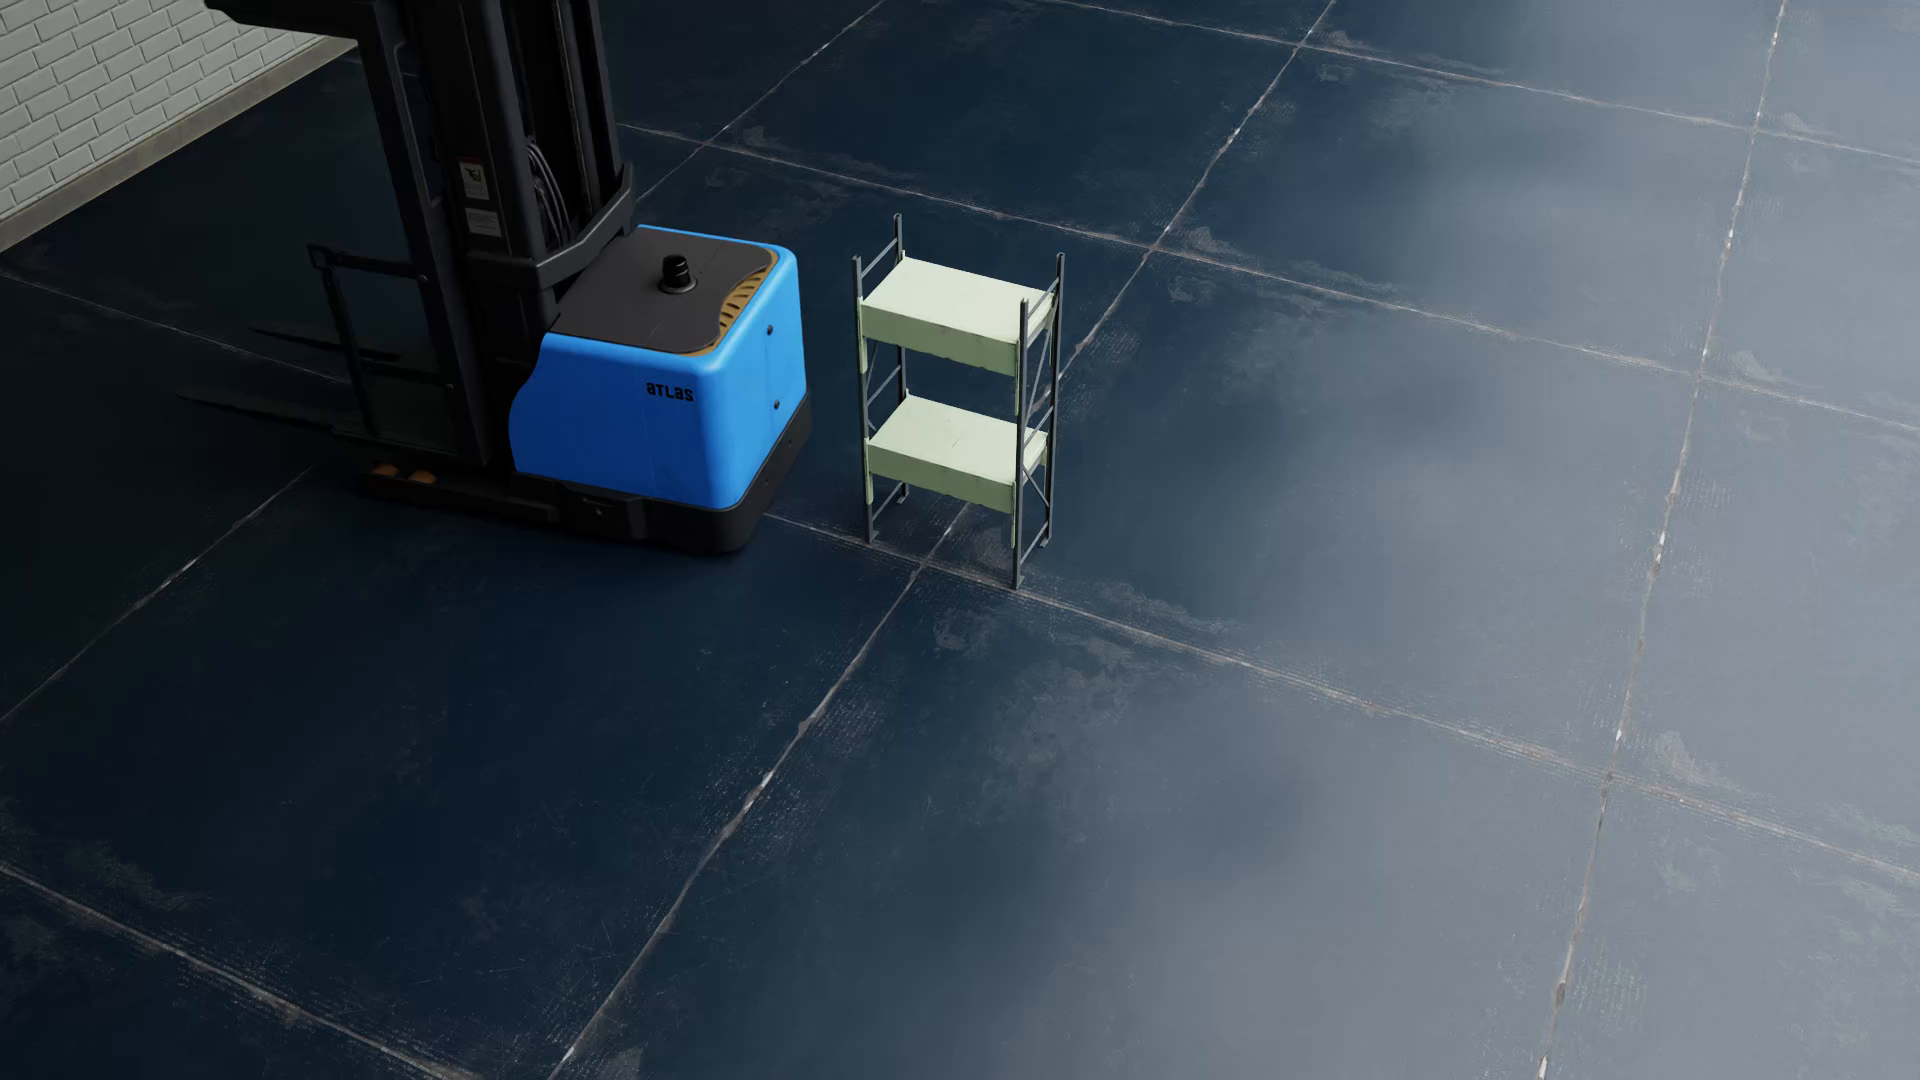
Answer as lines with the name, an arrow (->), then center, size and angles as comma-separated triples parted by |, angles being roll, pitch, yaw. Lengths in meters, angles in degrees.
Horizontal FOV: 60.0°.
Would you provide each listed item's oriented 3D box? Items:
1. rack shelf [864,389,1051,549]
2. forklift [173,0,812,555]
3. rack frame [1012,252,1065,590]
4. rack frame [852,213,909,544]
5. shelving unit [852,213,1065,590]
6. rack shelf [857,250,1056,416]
rack shelf -> -0.006, -0.322, 7.358 | 0.720, 0.370, 0.431 | 17, 44, 19
forklift -> -2.299, -1.589, 7.229 | 3.031, 2.935, 1.130 | 11, 42, 12
rack frame -> 0.326, -0.467, 7.028 | 0.023, 1.500, 0.400 | 17, 44, 19
rack frame -> -0.338, -0.670, 7.262 | 0.023, 1.500, 0.400 | 17, 44, 19
shelving unit -> -0.006, -0.569, 7.145 | 0.755, 1.500, 0.431 | 17, 44, 19
rack shelf -> -0.006, -0.863, 6.889 | 0.720, 0.370, 0.431 | 17, 44, 19
